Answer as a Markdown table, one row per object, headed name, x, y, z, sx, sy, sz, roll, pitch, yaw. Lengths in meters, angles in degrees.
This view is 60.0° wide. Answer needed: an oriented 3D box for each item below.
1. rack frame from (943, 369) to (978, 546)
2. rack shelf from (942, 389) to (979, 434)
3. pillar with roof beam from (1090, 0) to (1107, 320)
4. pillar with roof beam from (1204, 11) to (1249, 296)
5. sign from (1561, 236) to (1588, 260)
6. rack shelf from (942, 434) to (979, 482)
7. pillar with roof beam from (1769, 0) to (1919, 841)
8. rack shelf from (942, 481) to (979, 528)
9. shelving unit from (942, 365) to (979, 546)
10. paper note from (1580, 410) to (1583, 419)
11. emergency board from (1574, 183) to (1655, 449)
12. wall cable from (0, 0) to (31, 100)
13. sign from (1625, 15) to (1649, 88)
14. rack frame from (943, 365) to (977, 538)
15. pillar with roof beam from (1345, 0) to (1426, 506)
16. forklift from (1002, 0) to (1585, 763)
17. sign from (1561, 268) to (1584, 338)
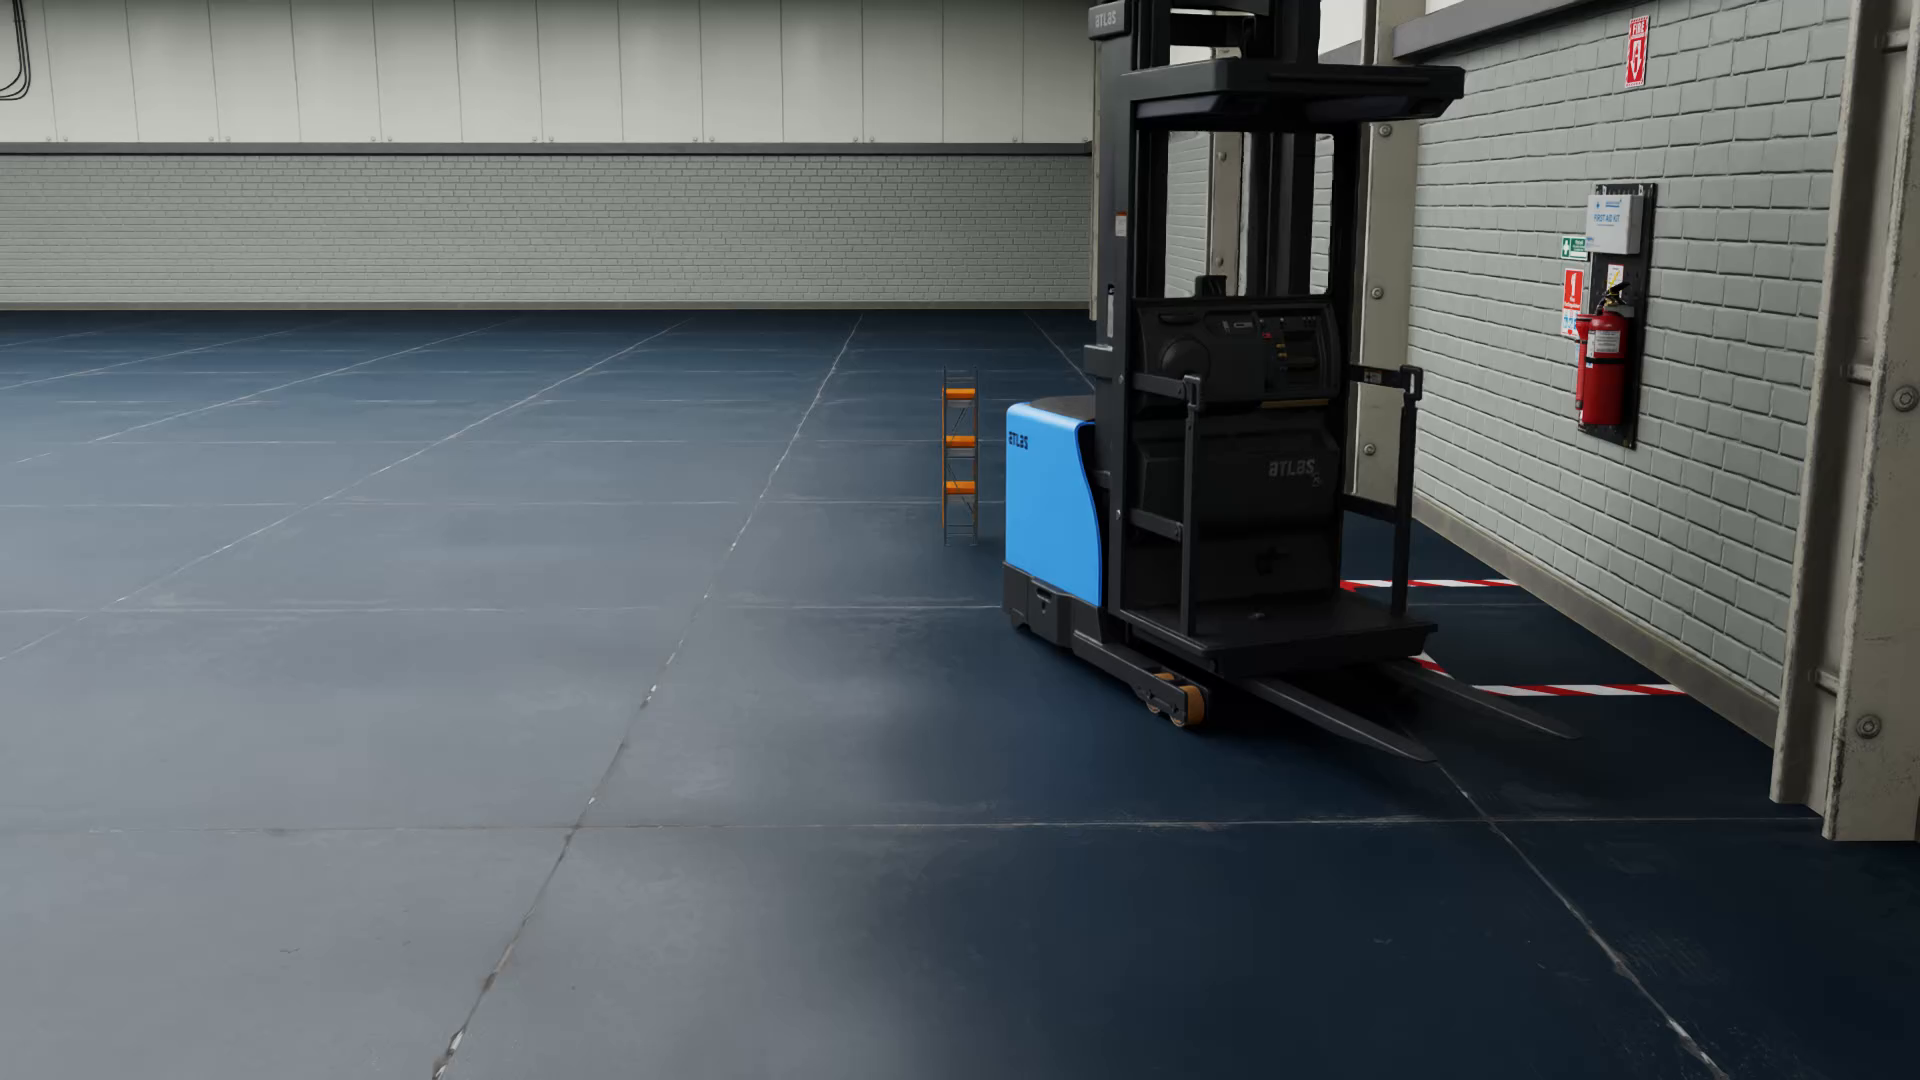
| name | x | y | z | sx | sy | sz | roll | pitch | yaw |
| --- | --- | --- | --- | --- | --- | --- | --- | --- | --- |
| rack frame | 0.004 | -0.480 | 9.783 | 0.200 | 1.050 | 0.008 | 0 | 11 | -1 |
| rack shelf | 0.001 | -0.772 | 9.848 | 0.215 | 0.259 | 0.240 | 0 | 11 | -1 |
| pillar with roof beam | -1.868 | -8.241 | 28.049 | 9.100 | 9.000 | 0.400 | 0 | 11 | -1 |
| pillar with roof beam | -1.620 | -5.856 | 16.291 | 9.100 | 9.000 | 0.400 | 0 | 11 | -1 |
| sign | 3.002 | -1.426 | 8.122 | 0.001 | 0.109 | 0.331 | 0 | 11 | -1 |
| rack shelf | 0.001 | -0.494 | 9.904 | 0.215 | 0.259 | 0.240 | 0 | 11 | -1 |
| pillar with roof beam | -1.372 | -3.471 | 4.533 | 9.100 | 9.000 | 0.400 | 0 | 11 | -1 |
| rack shelf | 0.001 | -0.221 | 9.960 | 0.215 | 0.259 | 0.240 | 0 | 11 | -1 |
| shelving unit | 0.001 | -0.504 | 9.902 | 0.215 | 1.050 | 0.252 | 0 | 11 | -1 |
| paper note | 2.985 | -0.643 | 7.901 | 0.016 | 0.148 | 0.142 | 0 | 11 | -1 |
| emergency board | 2.919 | -1.040 | 7.639 | 0.194 | 1.169 | 0.643 | 0 | 11 | -1 |
| wall cable | -18.304 | -10.423 | 30.250 | 2.305 | 6.003 | 0.169 | 0 | 11 | -1 |
| sign | 3.019 | -2.178 | 7.418 | 0.001 | 0.298 | 0.199 | 0 | 11 | -1 |
| rack frame | -0.001 | -0.528 | 10.022 | 0.200 | 1.050 | 0.008 | 0 | 11 | -1 |
| pillar with roof beam | -1.496 | -4.663 | 10.412 | 9.100 | 9.000 | 0.400 | 0 | 11 | -1 |
| forklift | 1.235 | -0.802 | 6.640 | 1.130 | 2.935 | 3.031 | -5 | 12 | -22 |
| sign | 3.011 | -1.167 | 8.179 | 0.001 | 0.329 | 0.234 | 0 | 11 | -1 |
